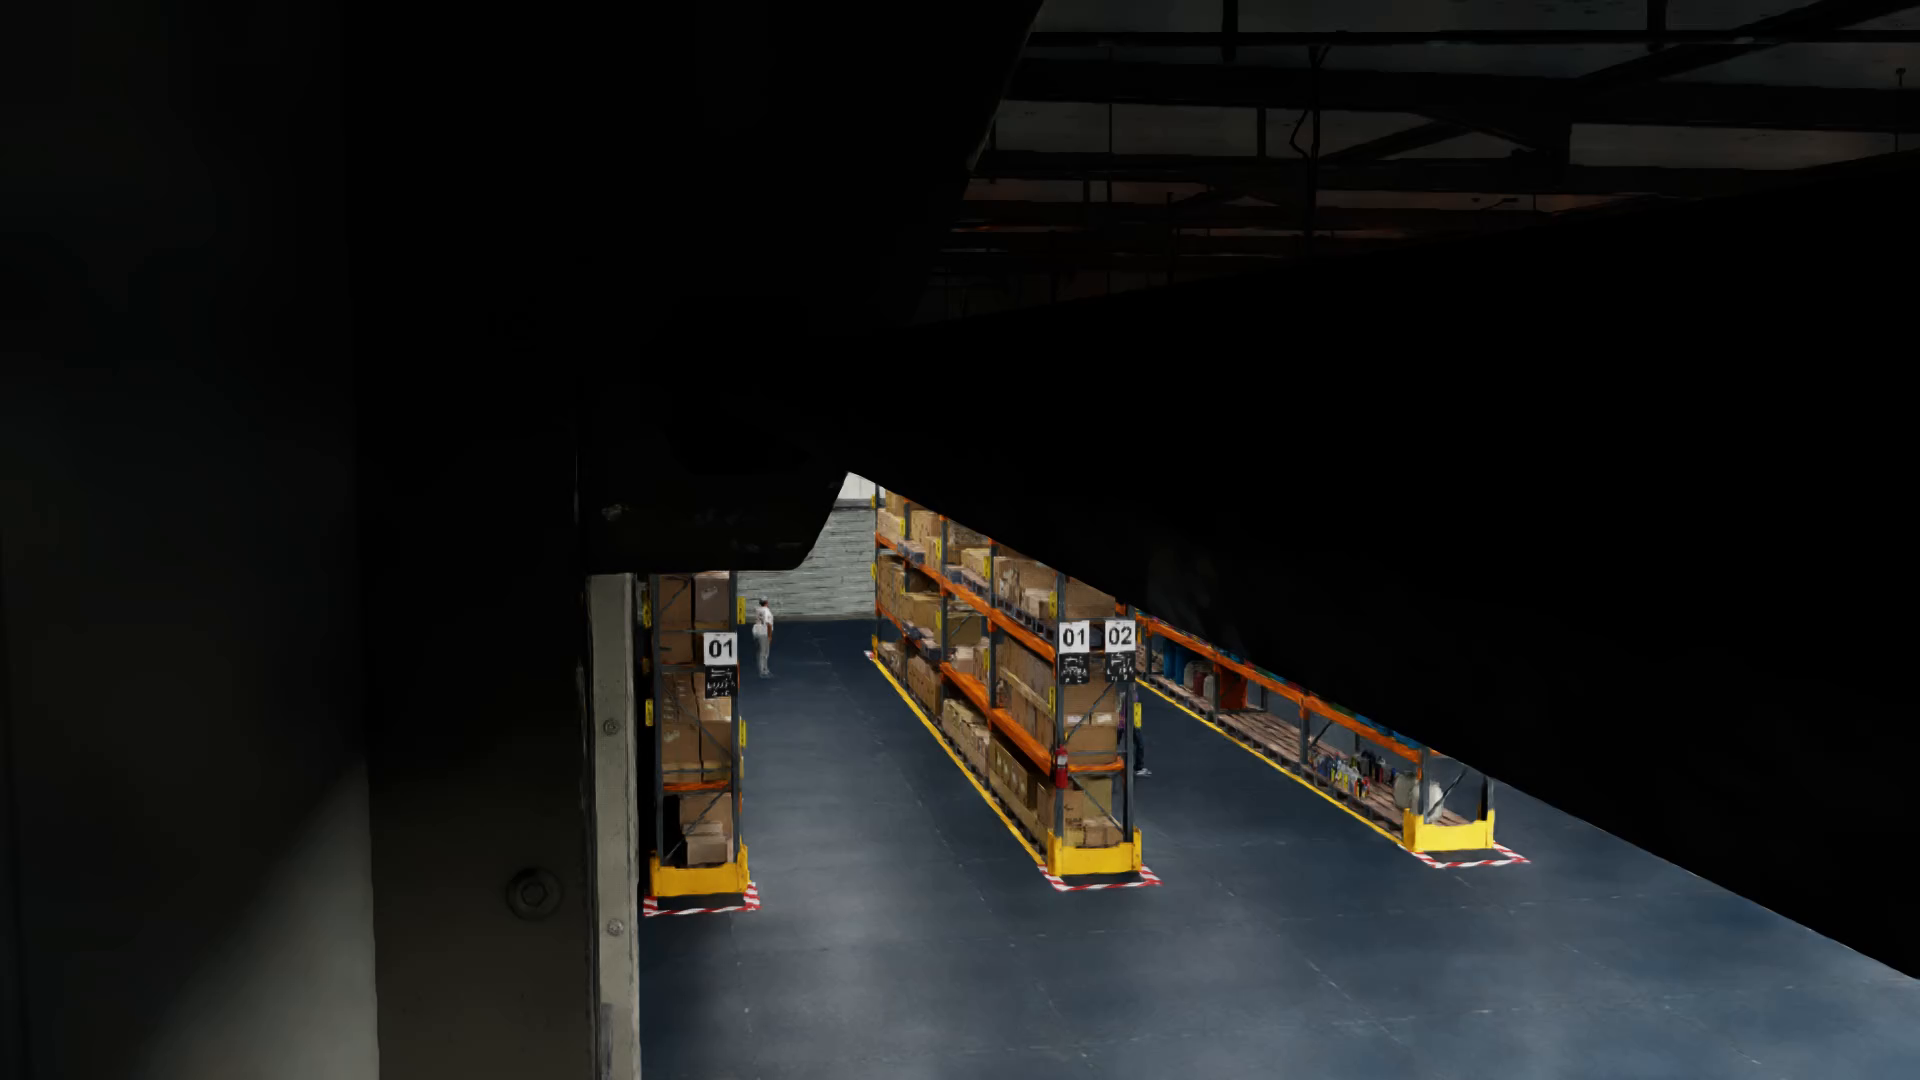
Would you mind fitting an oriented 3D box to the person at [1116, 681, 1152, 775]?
[{"bbox_3d":[2.589,2.892,25.997,0.561,1.525,0.788,-3,7,-28],"label":"person"}]

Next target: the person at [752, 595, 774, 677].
[{"bbox_3d":[-4.030,1.969,34.335,0.463,1.673,0.578,-5,7,-38],"label":"person"}]
